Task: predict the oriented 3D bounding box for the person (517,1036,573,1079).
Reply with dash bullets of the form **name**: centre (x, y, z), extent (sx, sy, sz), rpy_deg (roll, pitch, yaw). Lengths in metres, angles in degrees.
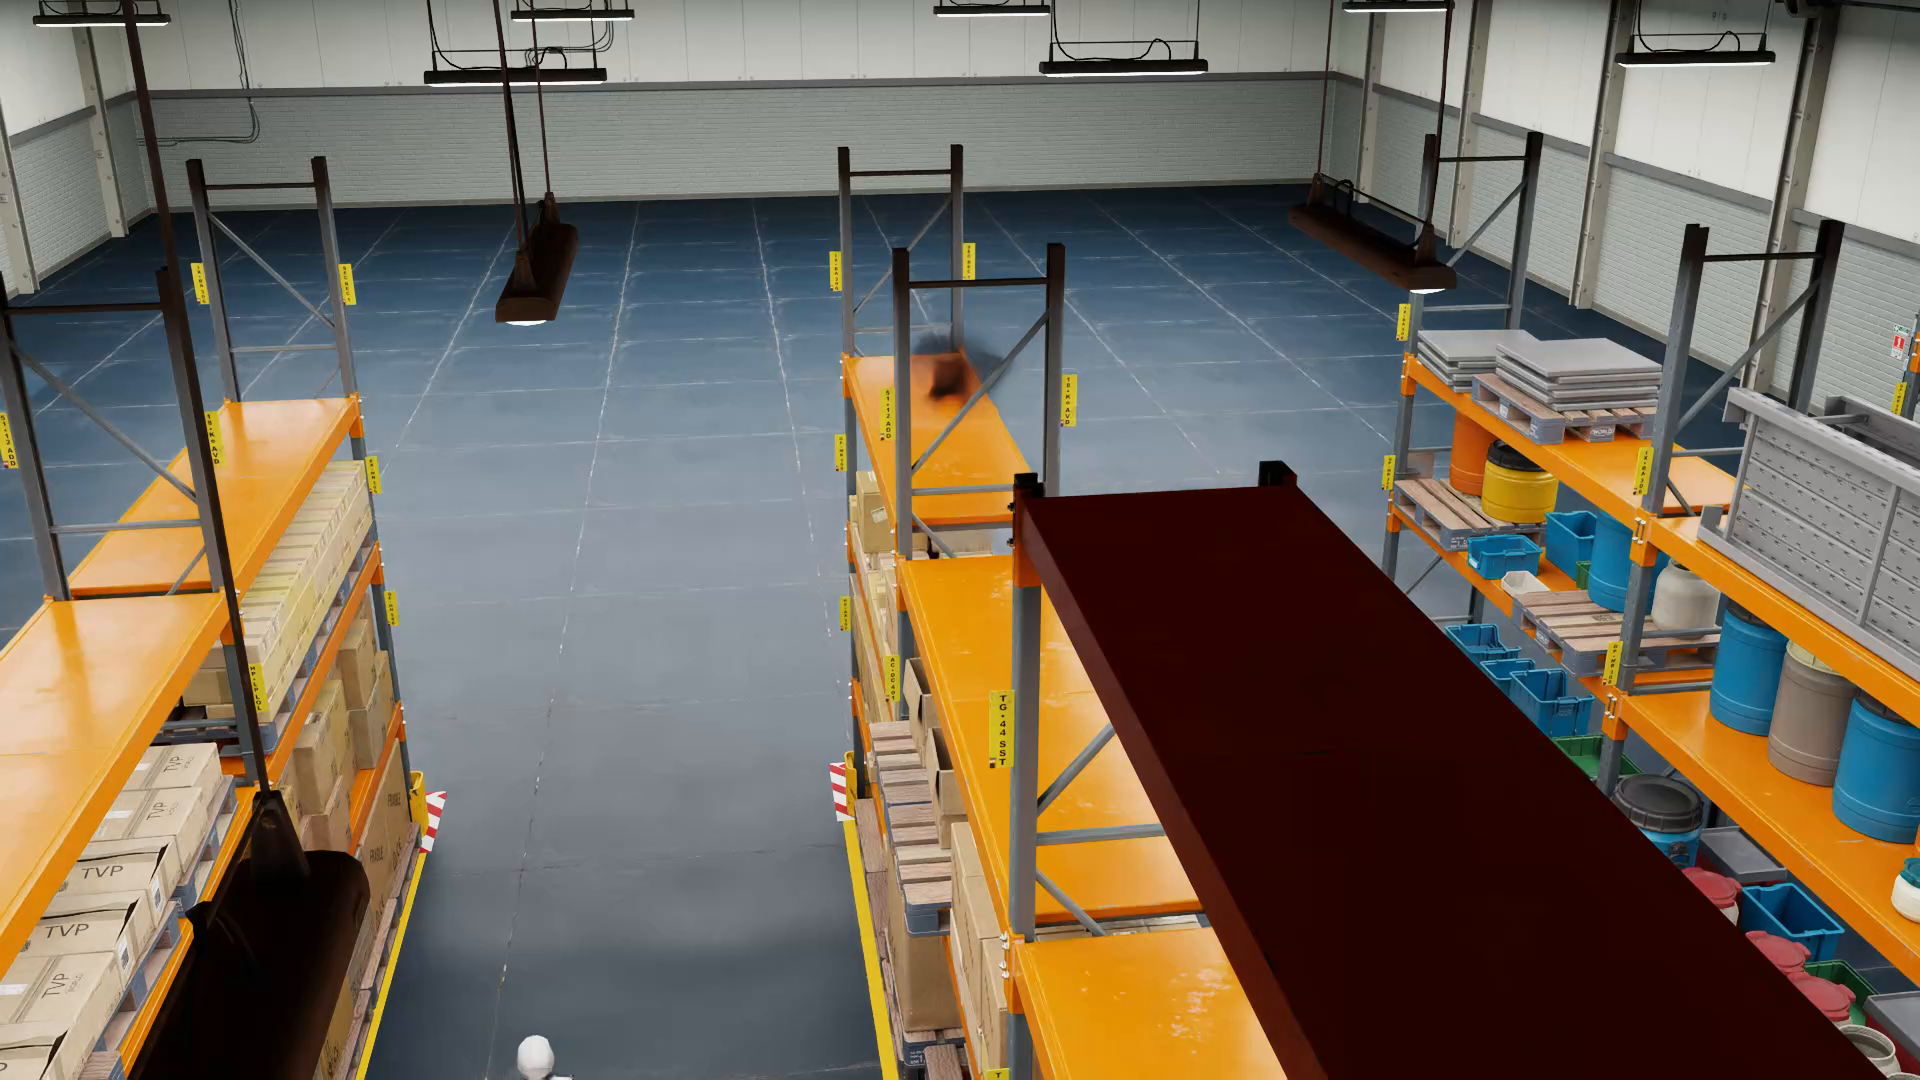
- **person**: centre (-2.481, 3.697, 9.967), extent (0.696, 1.718, 0.605), rpy_deg (-7, 23, -16)
